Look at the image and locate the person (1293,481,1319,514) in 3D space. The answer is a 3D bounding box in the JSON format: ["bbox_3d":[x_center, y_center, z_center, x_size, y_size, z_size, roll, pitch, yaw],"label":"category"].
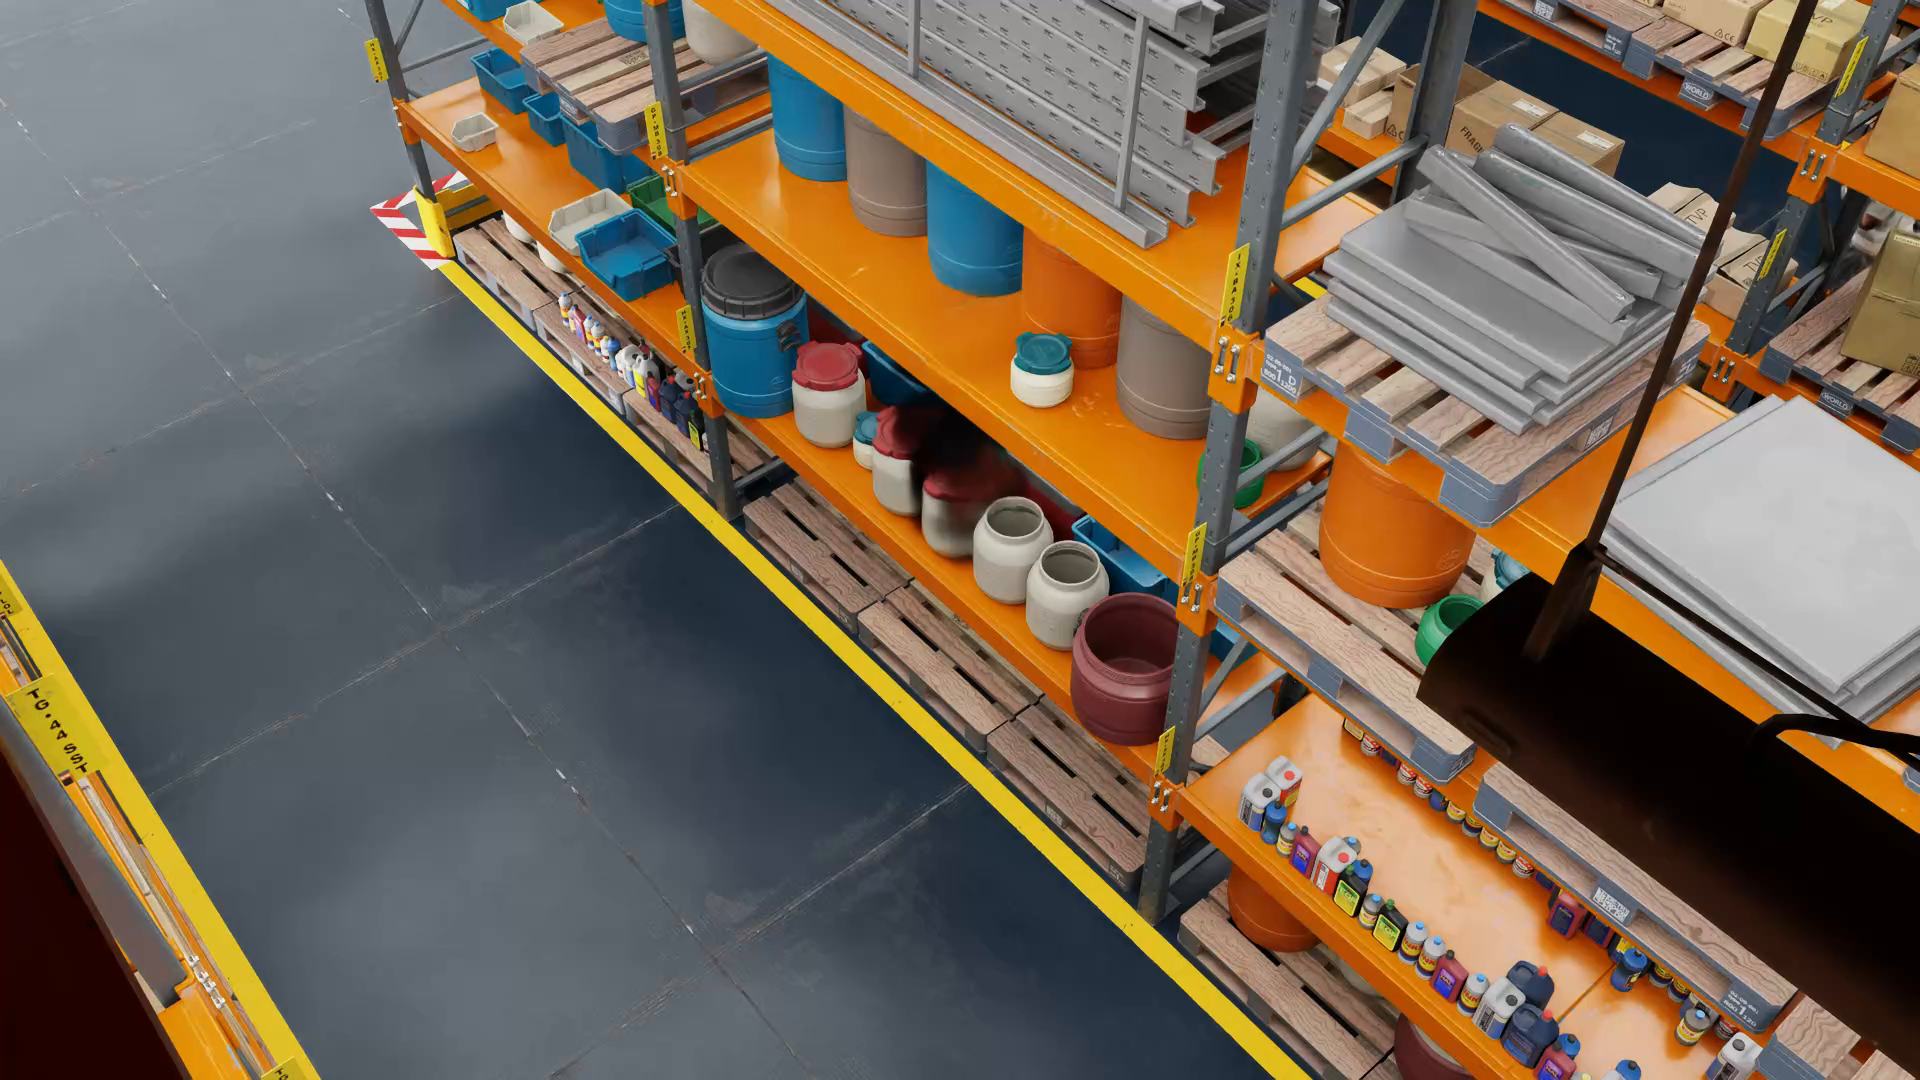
[{"bbox_3d":[2.060,-0.748,10.181,0.543,1.597,0.812,-35,56,-28],"label":"person"}]

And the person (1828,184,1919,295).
[{"bbox_3d":[6.453,-2.027,11.688,0.650,1.844,0.817,-31,54,-26],"label":"person"}]
